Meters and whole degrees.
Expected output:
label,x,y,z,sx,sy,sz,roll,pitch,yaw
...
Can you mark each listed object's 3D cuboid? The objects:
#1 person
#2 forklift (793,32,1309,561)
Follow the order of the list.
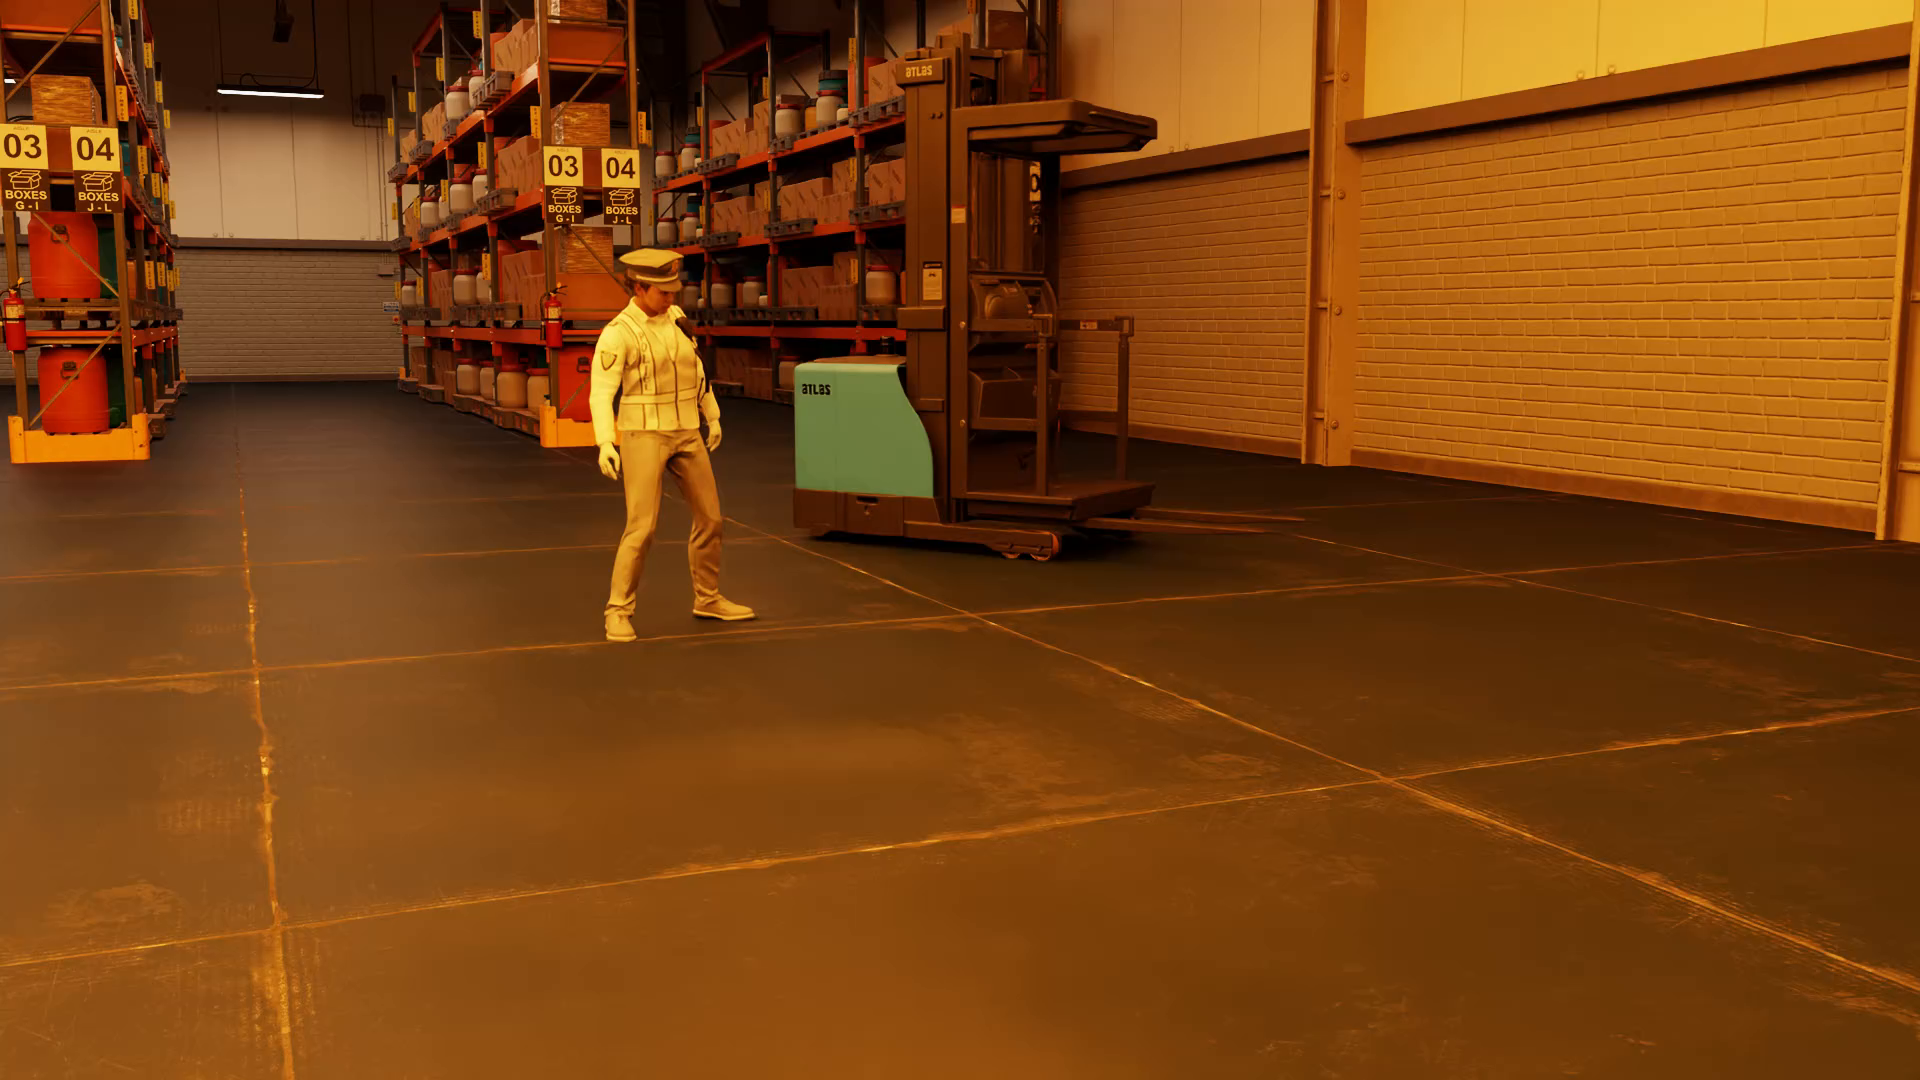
label,x,y,z,sx,sy,sz,roll,pitch,yaw
person,-1.259,-0.416,7.111,0.383,1.634,0.832,7,10,41
forklift,0.496,-1.414,9.667,3.031,2.935,1.130,5,9,32
